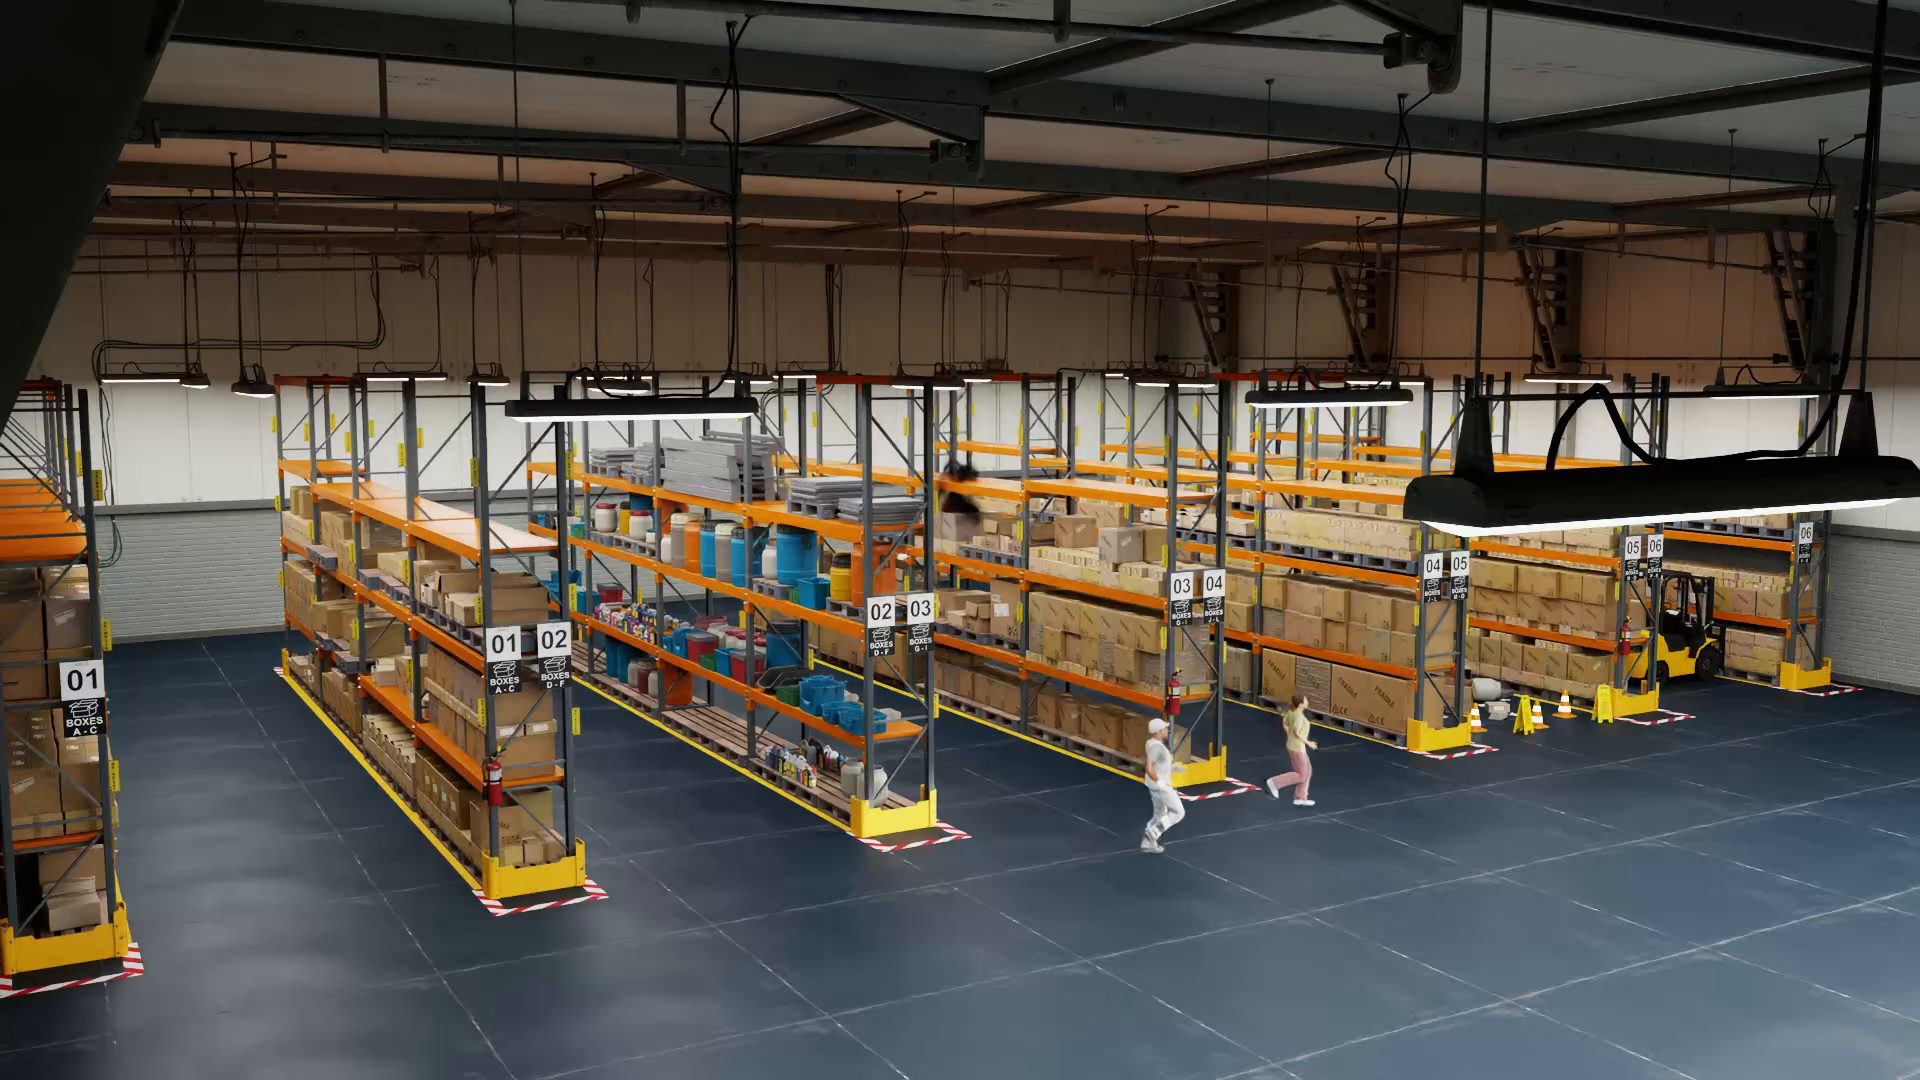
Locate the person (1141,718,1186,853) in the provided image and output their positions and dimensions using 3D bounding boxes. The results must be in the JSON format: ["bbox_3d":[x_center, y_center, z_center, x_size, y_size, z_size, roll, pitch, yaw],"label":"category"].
[{"bbox_3d":[2.603,3.135,21.195,0.603,1.739,0.664,-1,6,-6],"label":"person"}]

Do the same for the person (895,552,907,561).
[{"bbox_3d":[-1.517,1.003,40.765,0.725,1.821,0.936,3,7,27],"label":"person"}]

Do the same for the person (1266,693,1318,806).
[{"bbox_3d":[4.676,2.963,23.510,0.720,1.621,0.572,0,6,-4],"label":"person"}]

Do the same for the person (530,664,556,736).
[{"bbox_3d":[-7.093,2.359,28.231,0.711,1.795,1.037,-4,7,-31],"label":"person"}]
